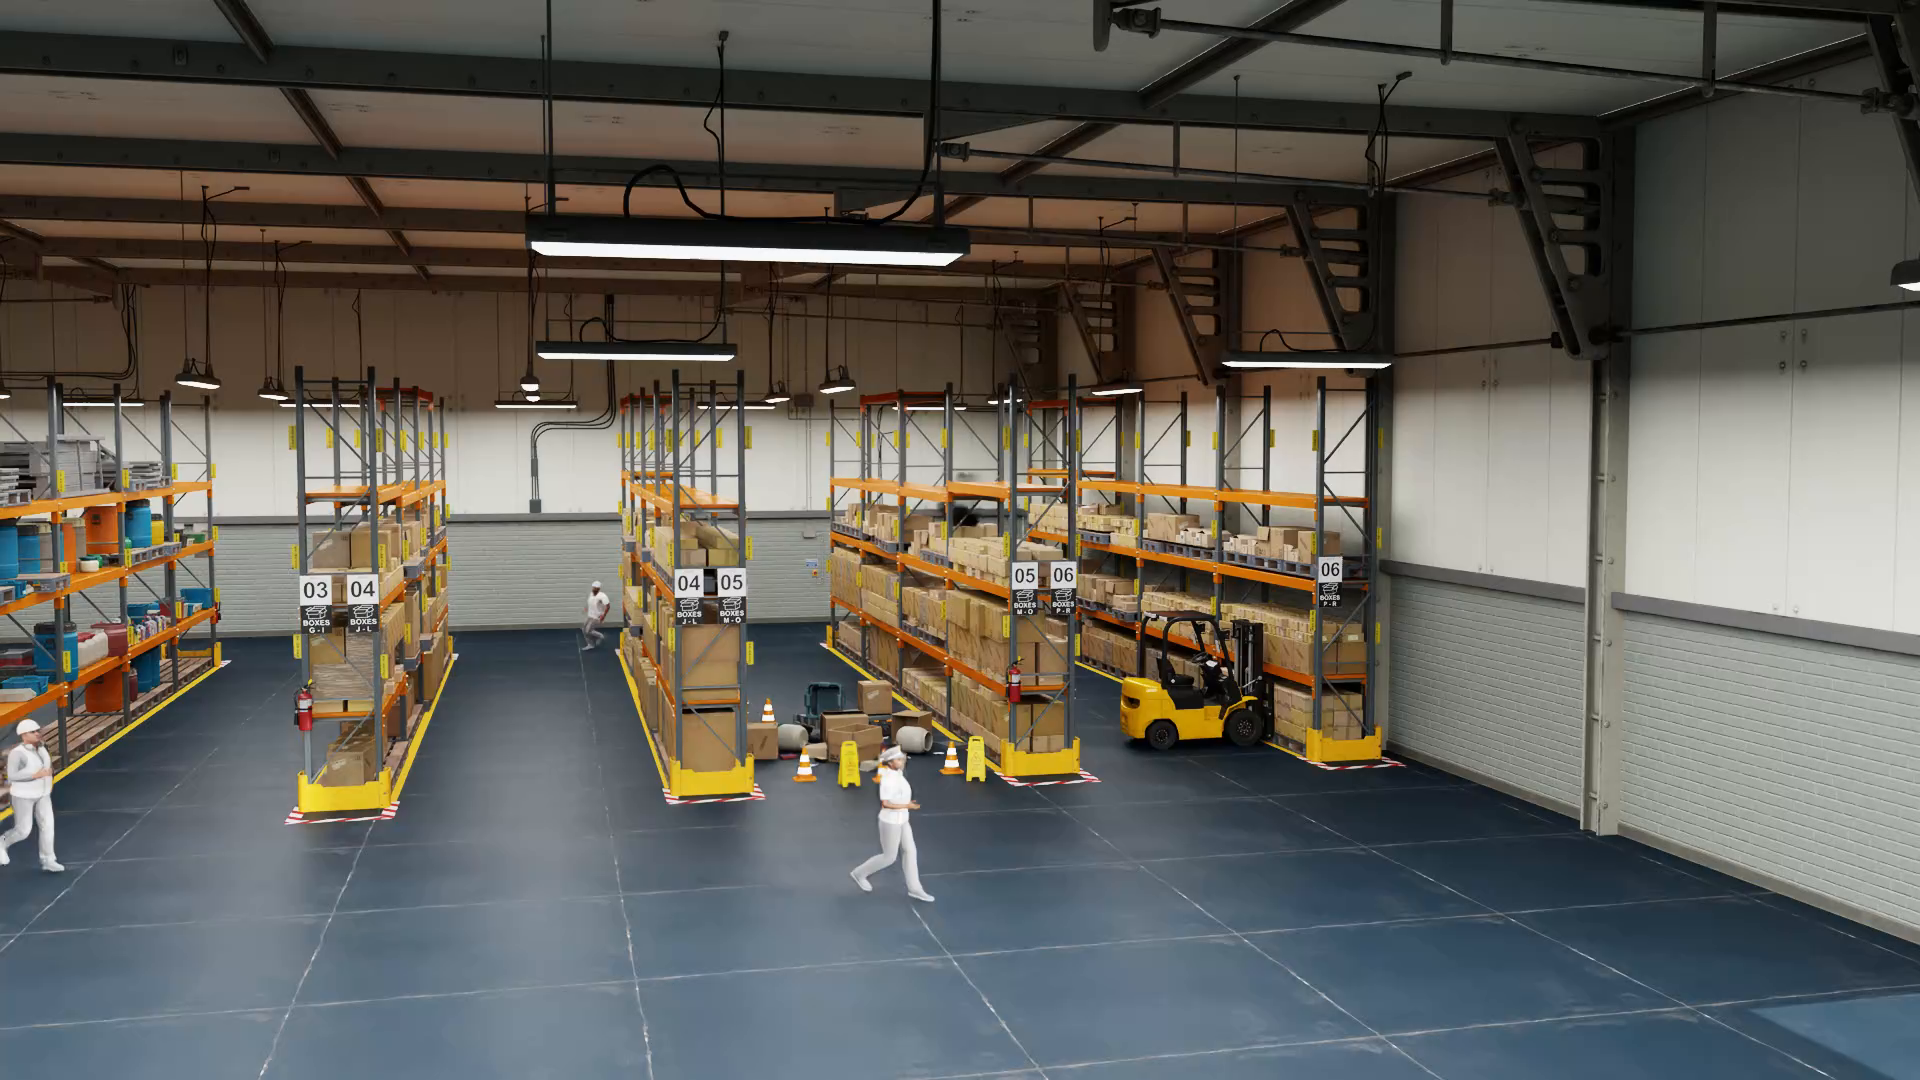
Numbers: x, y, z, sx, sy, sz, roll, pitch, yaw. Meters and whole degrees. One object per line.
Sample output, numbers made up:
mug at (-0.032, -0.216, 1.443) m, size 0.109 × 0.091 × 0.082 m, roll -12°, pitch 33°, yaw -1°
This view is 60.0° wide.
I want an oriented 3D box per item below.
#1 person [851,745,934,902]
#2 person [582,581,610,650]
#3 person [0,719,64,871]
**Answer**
person at (-0.733, 3.067, 18.054) m, size 0.920 × 1.699 × 0.581 m, roll 1°, pitch 4°, yaw 16°
person at (-8.698, 1.807, 39.765) m, size 0.775 × 1.666 × 0.552 m, roll 3°, pitch 5°, yaw 44°
person at (-10.795, 2.951, 19.268) m, size 0.923 × 1.755 × 0.659 m, roll 1°, pitch 4°, yaw 15°
